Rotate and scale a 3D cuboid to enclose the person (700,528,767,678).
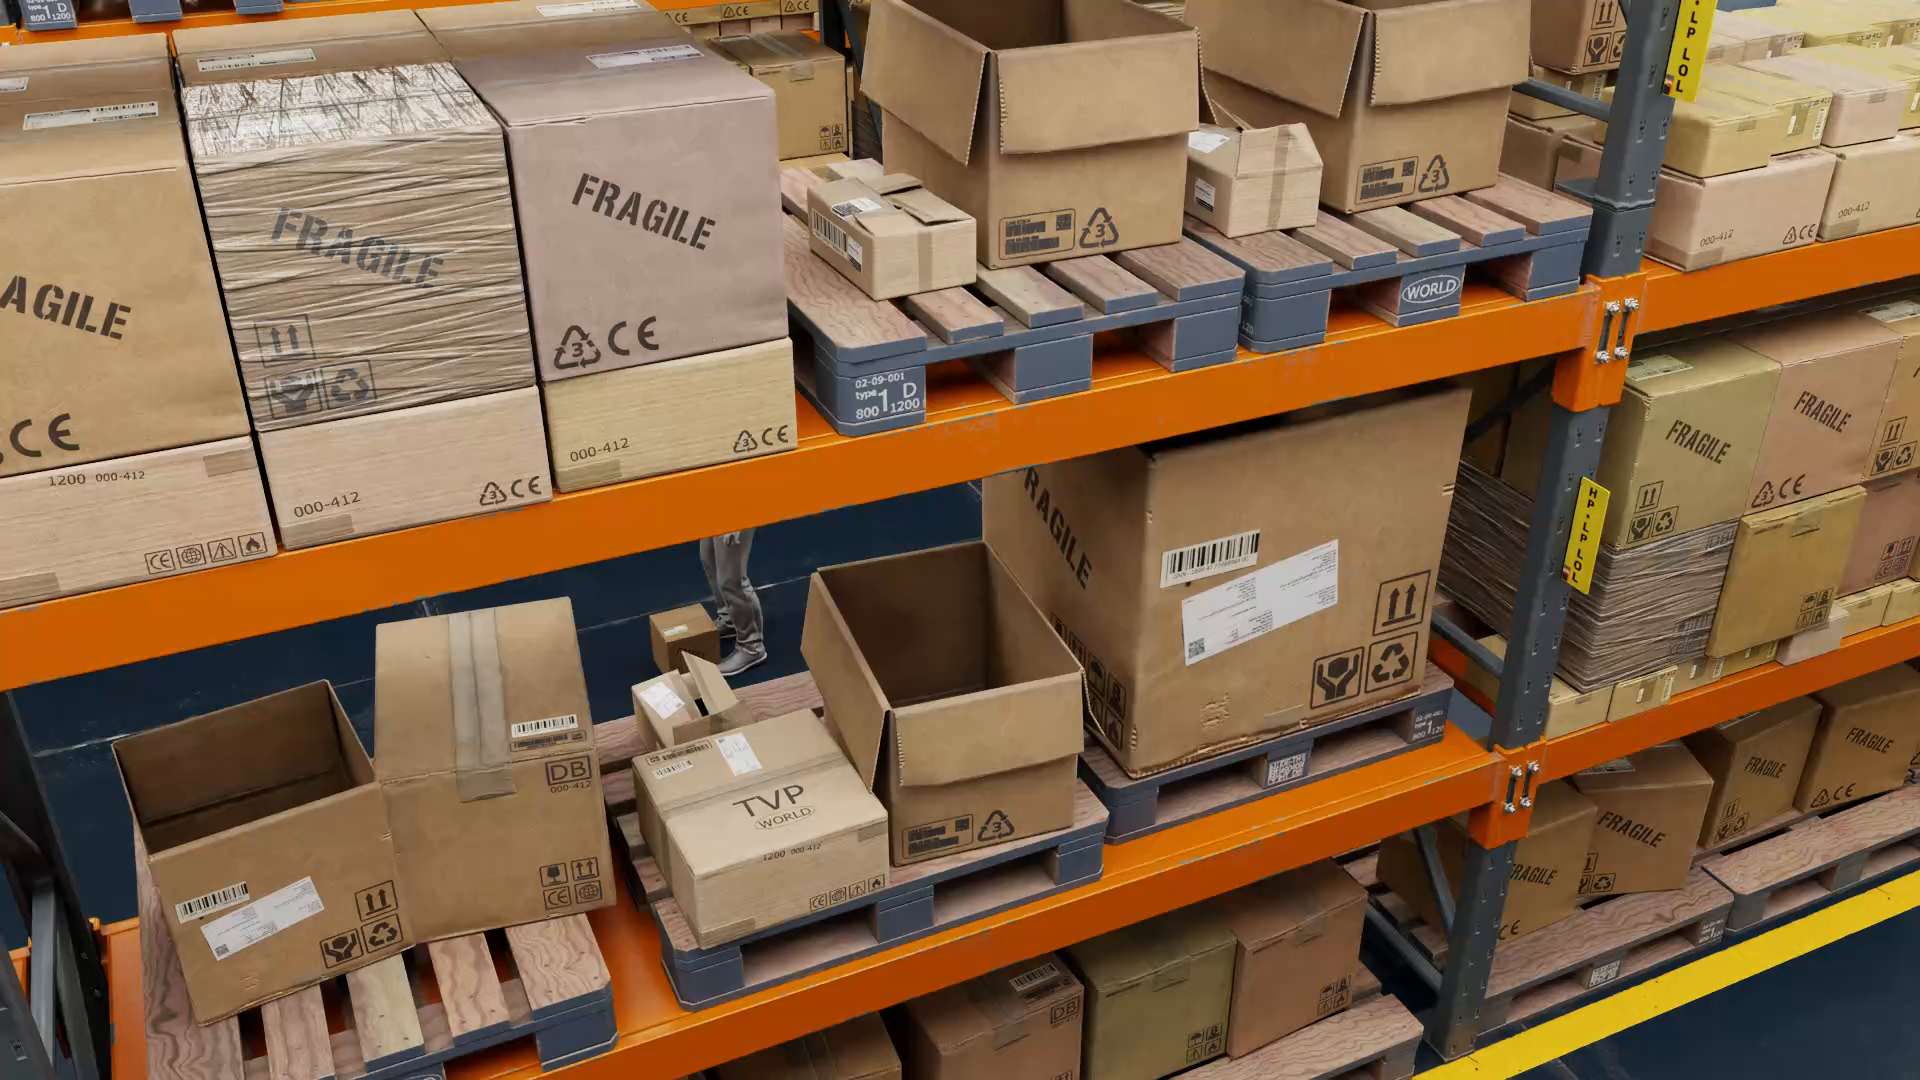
[{"bbox_3d":[-1.060,-0.184,7.448,0.372,1.663,0.528,-13,32,-22],"label":"person"}]
